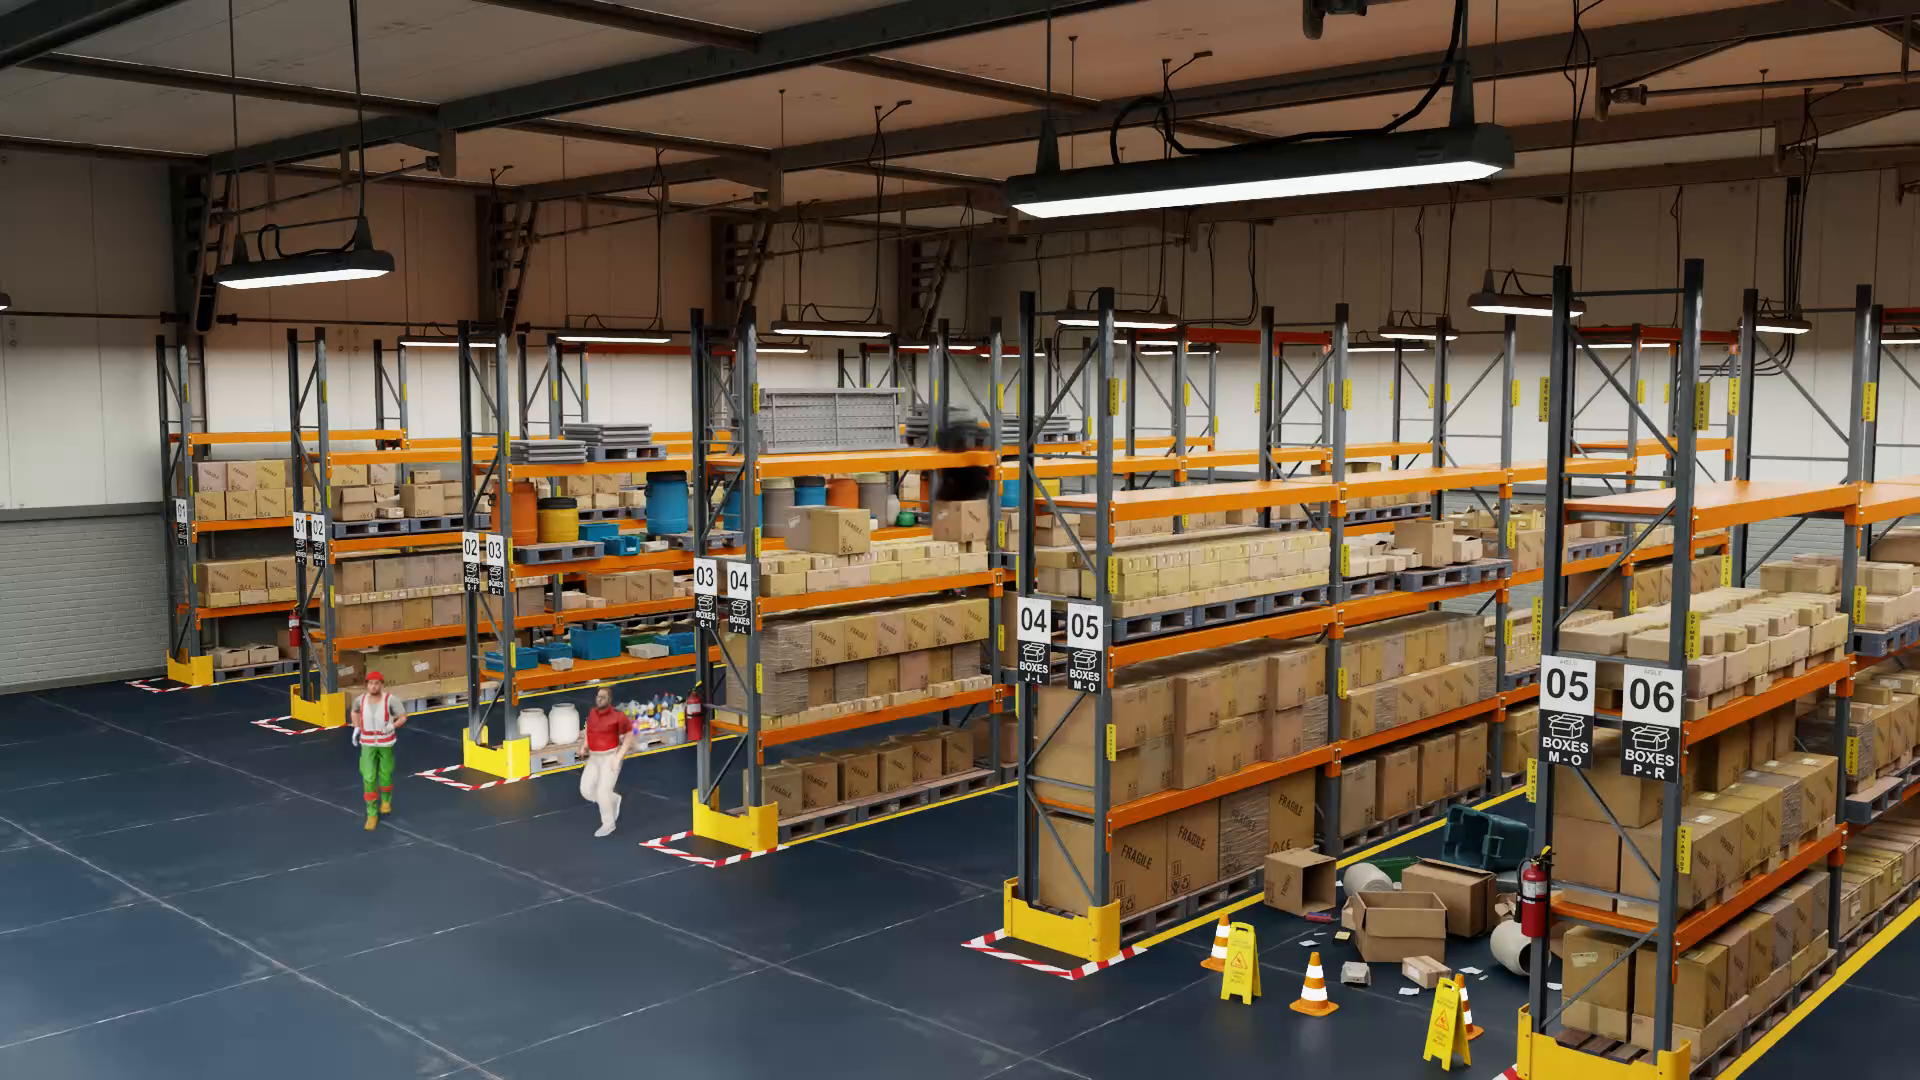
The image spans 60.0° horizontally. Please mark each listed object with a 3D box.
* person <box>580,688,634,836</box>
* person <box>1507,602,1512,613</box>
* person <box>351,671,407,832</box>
[{"bbox_3d":[-4.089,2.541,19.172,0.695,1.690,0.549,3,6,32],"label":"person"},{"bbox_3d":[8.520,1.838,26.087,0.970,1.751,0.720,-5,7,-43],"label":"person"},{"bbox_3d":[-6.836,2.435,19.582,0.643,1.828,0.856,-1,6,-14],"label":"person"}]
